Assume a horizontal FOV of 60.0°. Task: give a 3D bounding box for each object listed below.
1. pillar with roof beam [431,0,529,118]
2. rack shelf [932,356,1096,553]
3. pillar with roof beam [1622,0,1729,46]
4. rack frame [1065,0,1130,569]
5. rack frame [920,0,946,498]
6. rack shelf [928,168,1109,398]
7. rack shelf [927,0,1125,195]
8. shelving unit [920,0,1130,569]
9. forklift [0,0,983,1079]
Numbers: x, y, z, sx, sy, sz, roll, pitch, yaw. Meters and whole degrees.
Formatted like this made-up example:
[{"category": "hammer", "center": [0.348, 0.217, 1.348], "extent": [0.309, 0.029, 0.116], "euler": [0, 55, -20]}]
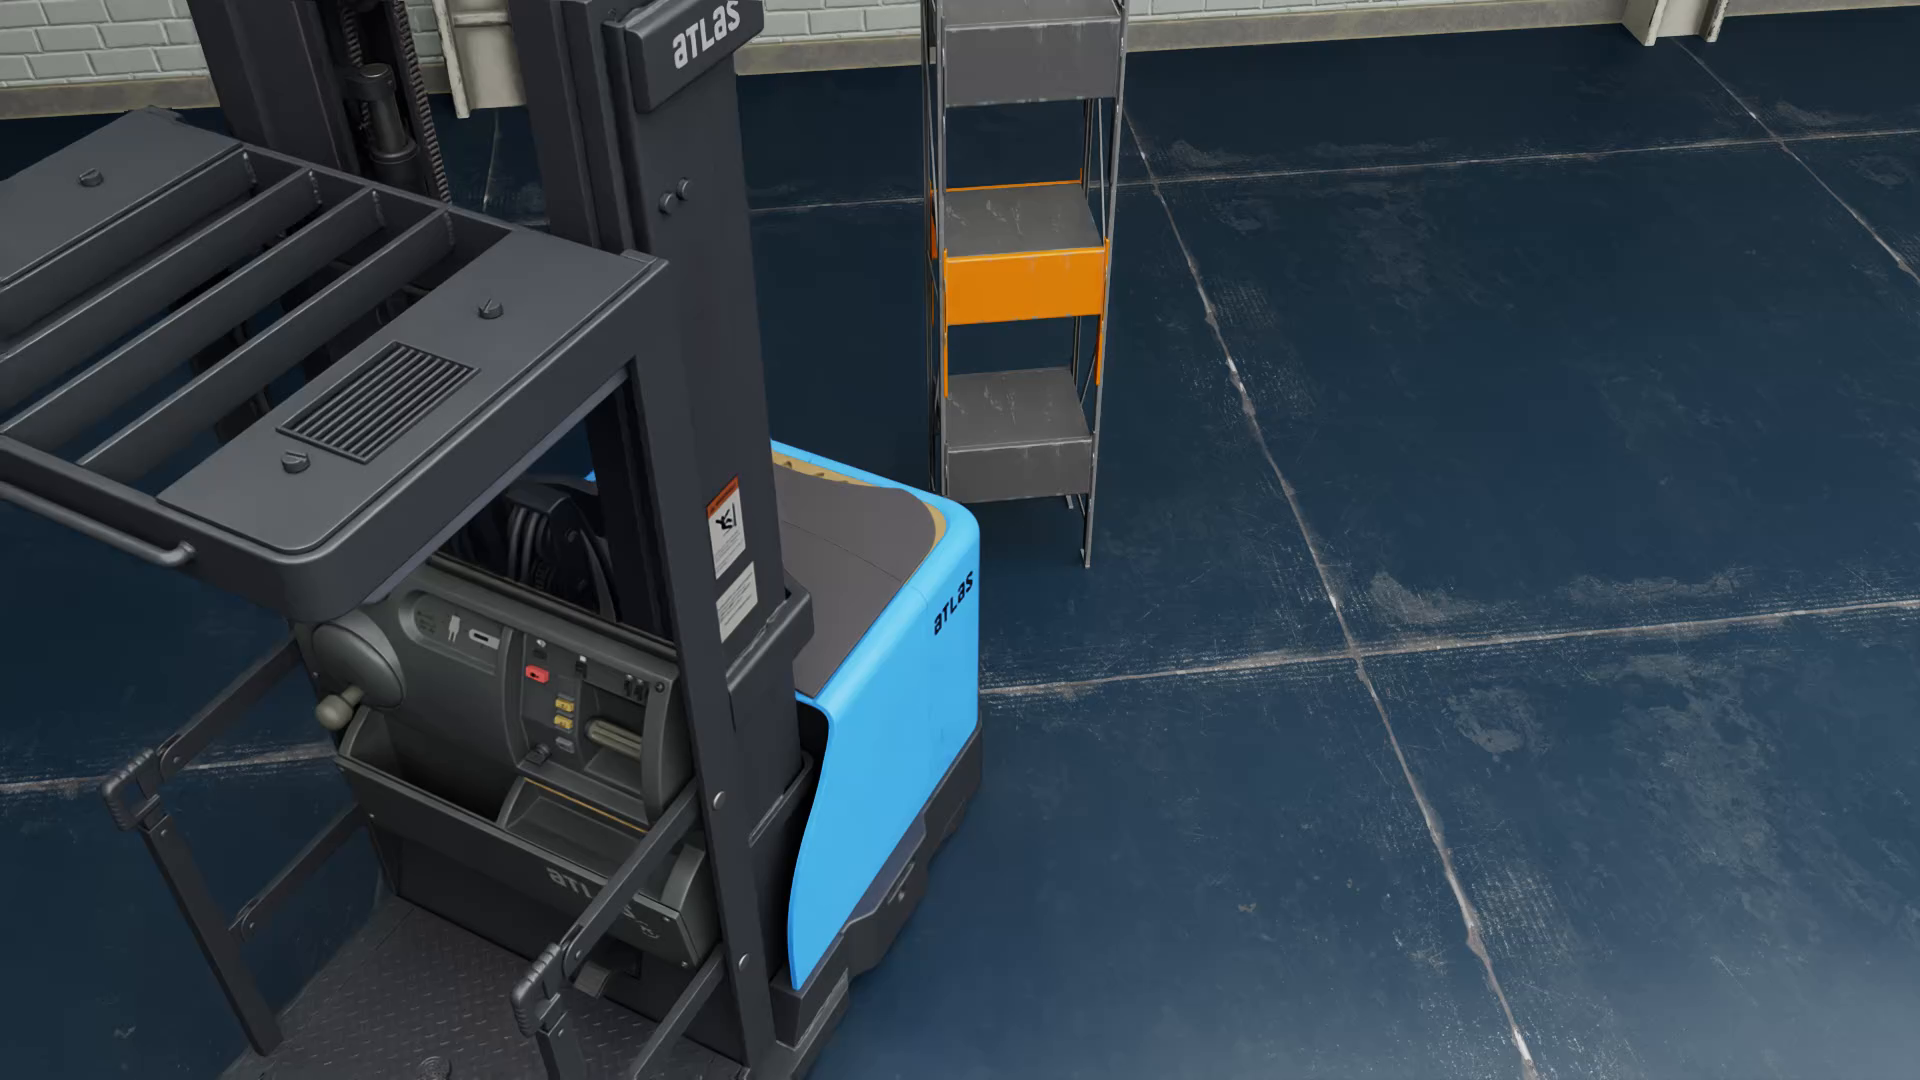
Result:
[{"category": "pillar with roof beam", "center": [-1.686, -2.630, 1.947], "extent": [0.400, 9.000, 9.100], "euler": [-5, 42, -6]}, {"category": "rack shelf", "center": [0.164, -0.264, 5.541], "extent": [0.480, 0.518, 0.431], "euler": [-5, 42, -6]}, {"category": "pillar with roof beam", "center": [4.263, -3.151, 2.525], "extent": [0.400, 9.000, 9.100], "euler": [-5, 42, -6]}, {"category": "rack frame", "center": [0.406, -0.815, 5.086], "extent": [0.015, 2.100, 0.400], "euler": [-5, 42, -6]}, {"category": "rack frame", "center": [-0.078, -0.773, 5.039], "extent": [0.015, 2.100, 0.400], "euler": [-5, 42, -6]}, {"category": "rack shelf", "center": [0.164, -0.784, 5.072], "extent": [0.480, 0.518, 0.431], "euler": [-5, 42, -6]}, {"category": "rack shelf", "center": [0.164, -1.304, 4.603], "extent": [0.480, 0.518, 0.431], "euler": [-5, 42, -6]}, {"category": "shelving unit", "center": [0.164, -0.794, 5.063], "extent": [0.503, 2.100, 0.431], "euler": [-5, 42, -6]}, {"category": "forklift", "center": [-1.058, 0.359, 3.164], "extent": [1.130, 2.935, 3.031], "euler": [19, 45, 20]}]
